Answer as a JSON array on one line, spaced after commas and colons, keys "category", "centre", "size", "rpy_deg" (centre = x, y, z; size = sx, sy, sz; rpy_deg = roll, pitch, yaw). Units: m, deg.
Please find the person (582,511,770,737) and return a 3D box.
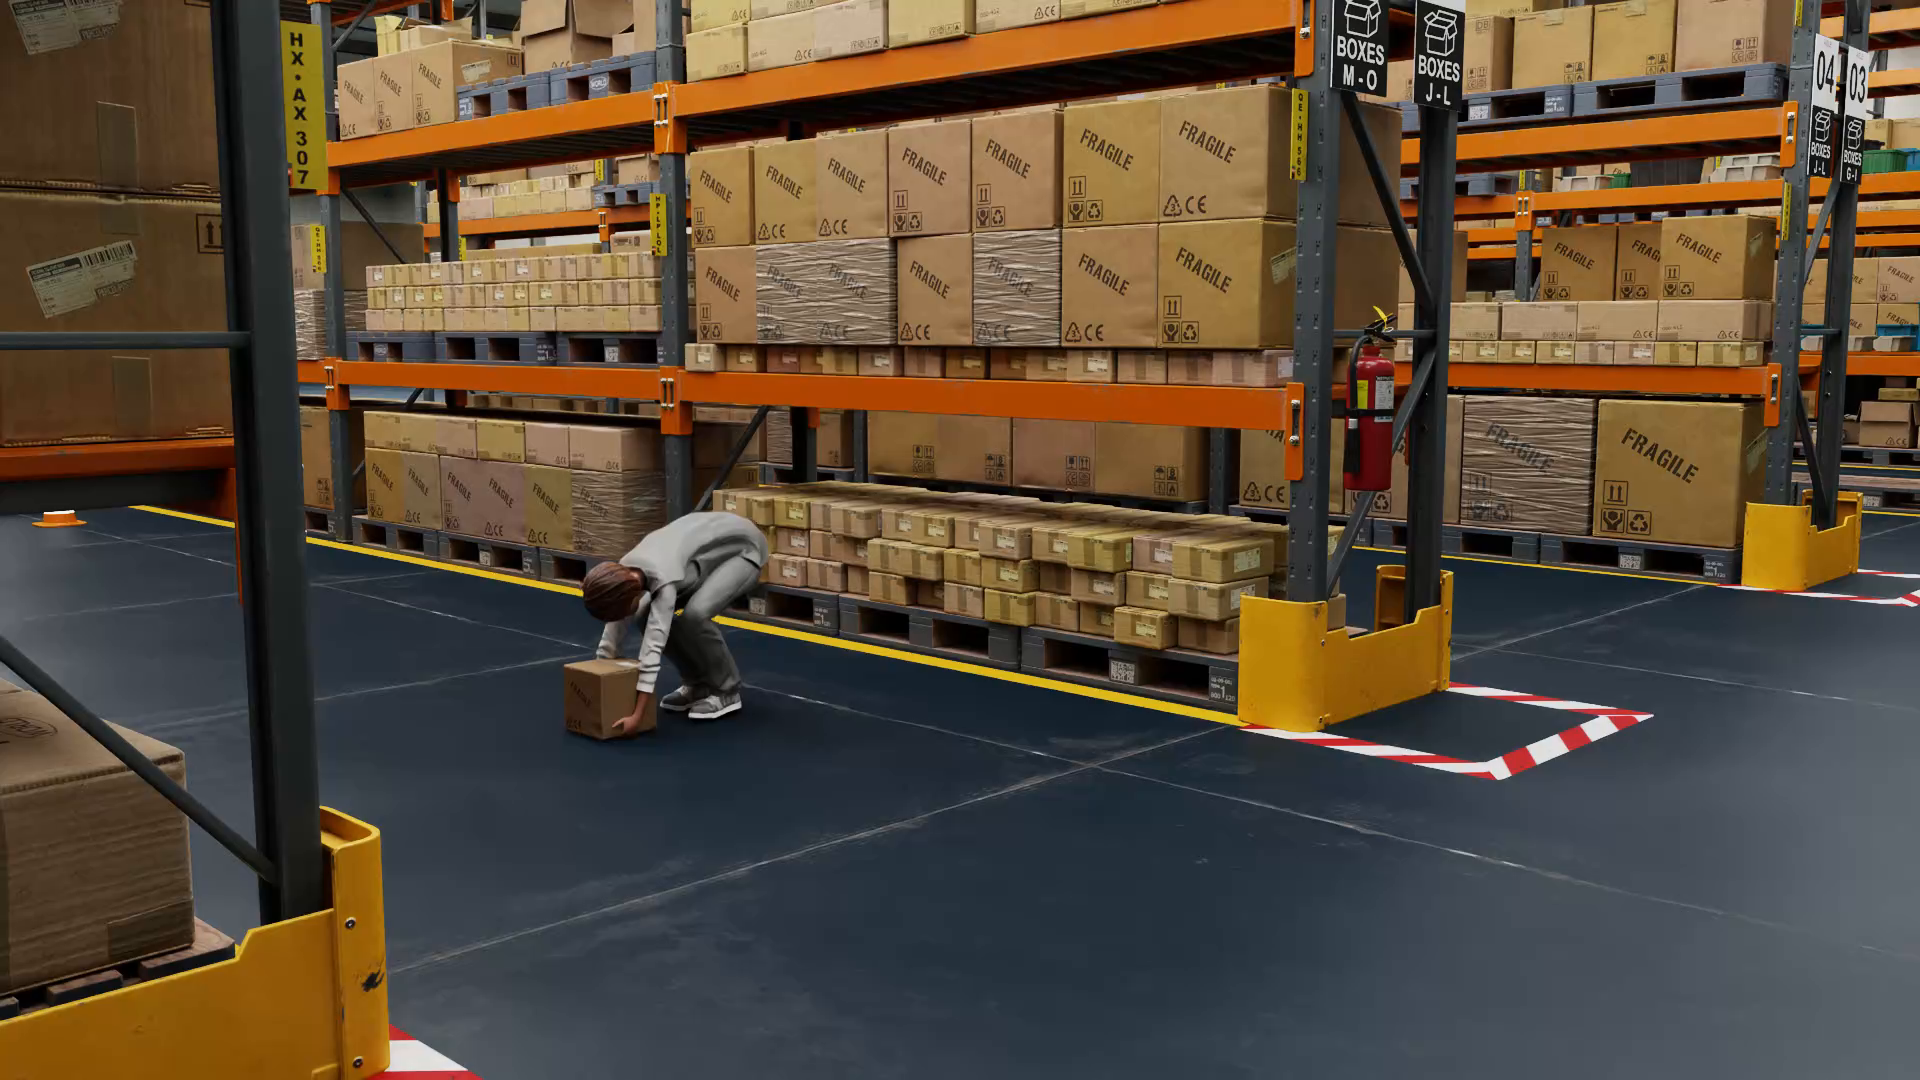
[{"category": "person", "centre": [-1.115, 0.310, 6.542], "size": [0.424, 0.816, 0.861], "rpy_deg": [6, 10, 41]}]
